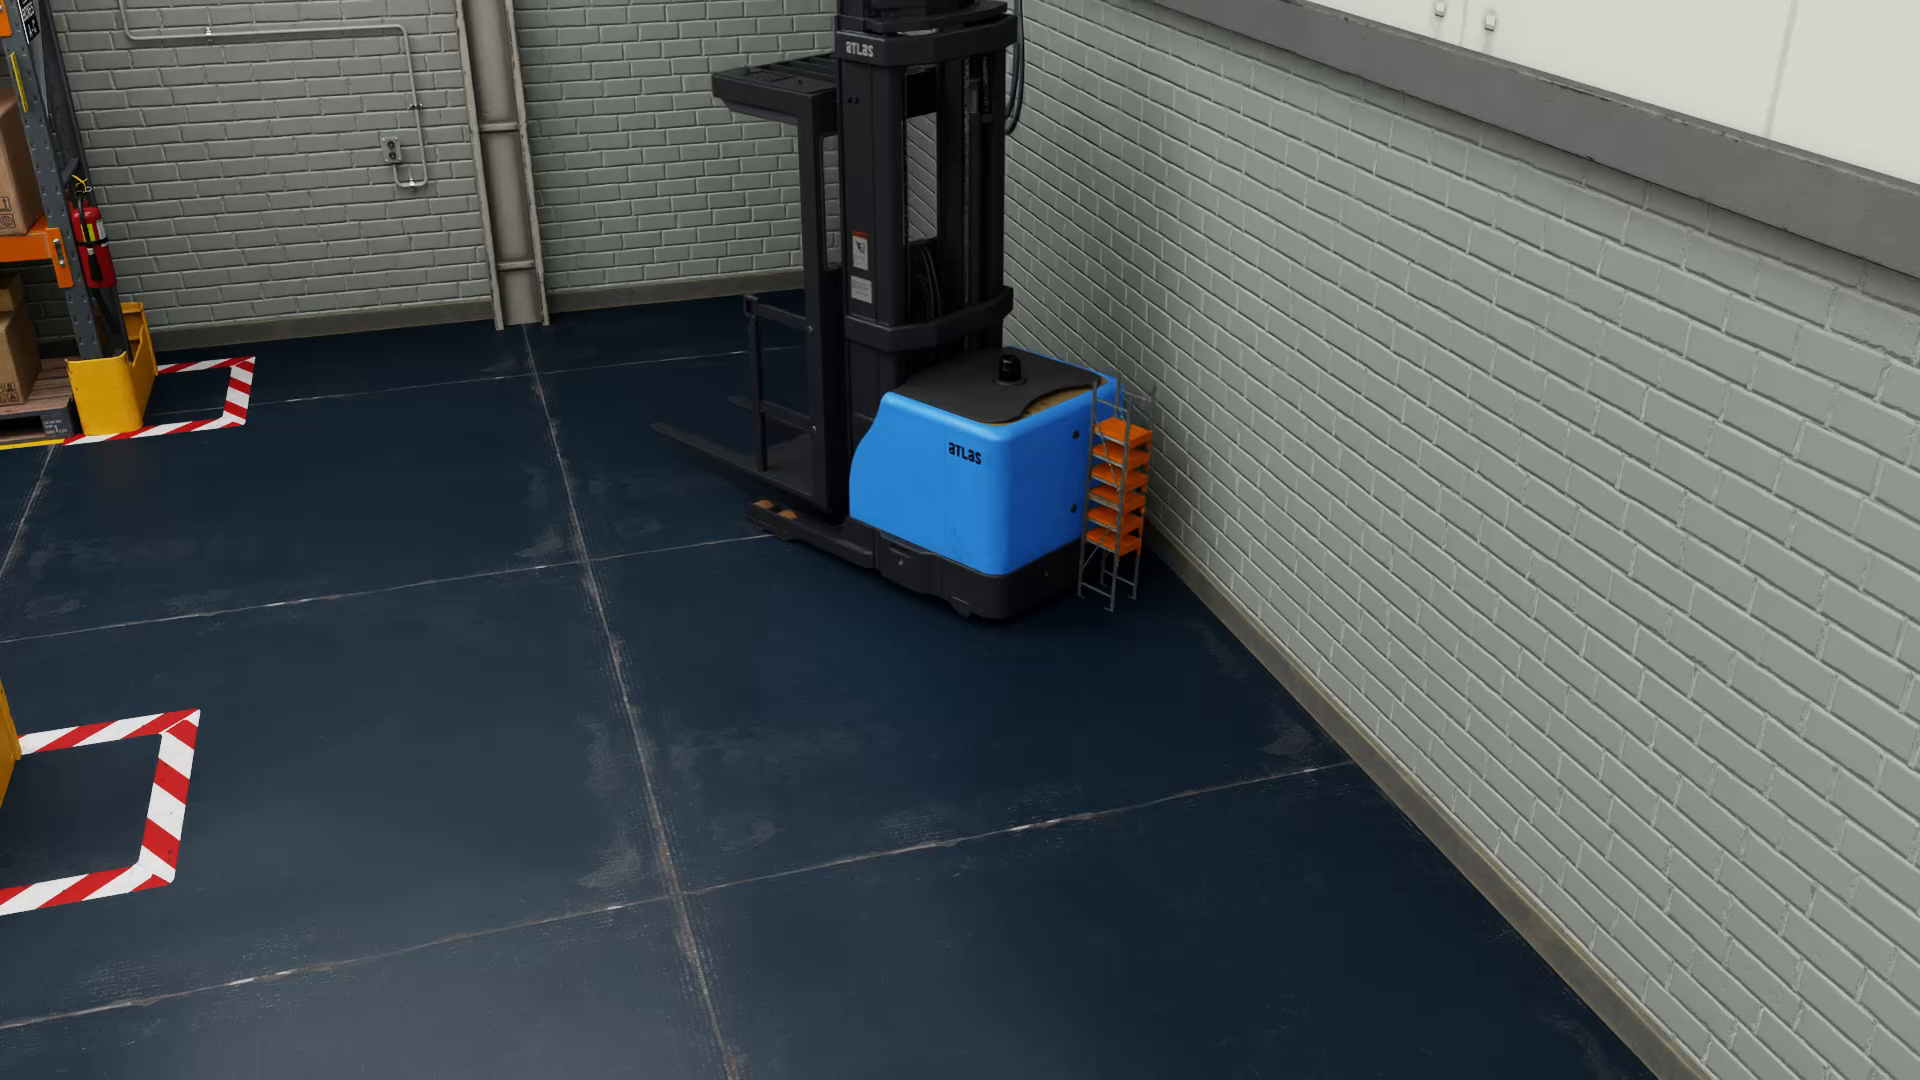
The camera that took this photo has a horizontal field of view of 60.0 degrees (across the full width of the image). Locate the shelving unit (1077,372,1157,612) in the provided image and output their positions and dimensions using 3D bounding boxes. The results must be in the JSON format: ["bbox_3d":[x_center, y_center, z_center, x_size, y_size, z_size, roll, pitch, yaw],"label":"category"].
[{"bbox_3d":[0.780,-0.230,8.350,0.258,1.200,0.189,26,36,37],"label":"shelving unit"}]

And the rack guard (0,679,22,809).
[{"bbox_3d":[-4.151,0.960,6.753,0.348,0.500,1.175,-8,28,-16],"label":"rack guard"}]

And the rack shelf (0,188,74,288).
[{"bbox_3d":[-7.518,-1.666,10.041,4.000,0.370,1.077,-8,28,-16],"label":"rack shelf"}]

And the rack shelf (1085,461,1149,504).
[{"bbox_3d":[0.783,-0.297,8.314,0.258,0.103,0.180,26,36,37],"label":"rack shelf"}]

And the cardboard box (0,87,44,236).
[{"bbox_3d":[-6.099,-2.323,10.219,0.700,0.700,0.980,-7,27,-14],"label":"cardboard box"}]

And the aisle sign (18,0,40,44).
[{"bbox_3d":[-5.455,-3.311,9.623,0.004,0.787,0.394,-8,28,-16],"label":"aisle sign"}]

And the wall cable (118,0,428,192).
[{"bbox_3d":[-4.692,-3.295,11.371,1.851,1.984,0.084,-8,28,-16],"label":"wall cable"}]

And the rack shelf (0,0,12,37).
[{"bbox_3d":[-7.518,-3.009,9.374,4.000,0.370,1.077,-8,28,-16],"label":"rack shelf"}]

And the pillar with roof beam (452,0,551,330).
[{"bbox_3d":[-1.984,-3.868,6.921,0.400,9.000,9.100,-8,28,-16],"label":"pillar with roof beam"}]

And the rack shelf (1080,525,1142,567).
[{"bbox_3d":[0.771,0.020,8.485,0.258,0.103,0.180,26,36,37],"label":"rack shelf"}]

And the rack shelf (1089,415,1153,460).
[{"bbox_3d":[0.791,-0.508,8.201,0.258,0.103,0.180,26,36,37],"label":"rack shelf"}]

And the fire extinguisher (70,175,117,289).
[{"bbox_3d":[-5.330,-1.888,10.185,0.183,0.674,0.296,-8,28,-16],"label":"fire extinguisher"}]

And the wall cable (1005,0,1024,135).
[{"bbox_3d":[-0.128,-4.188,11.057,0.112,2.526,3.097,-8,28,-16],"label":"wall cable"}]

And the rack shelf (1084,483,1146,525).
[{"bbox_3d":[0.779,-0.191,8.371,0.258,0.103,0.180,26,36,37],"label":"rack shelf"}]

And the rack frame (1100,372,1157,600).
[{"bbox_3d":[0.844,-0.259,8.409,0.240,1.200,0.006,26,36,37],"label":"rack frame"}]

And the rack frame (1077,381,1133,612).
[{"bbox_3d":[0.717,-0.201,8.291,0.240,1.200,0.006,26,36,37],"label":"rack frame"}]

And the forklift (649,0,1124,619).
[{"bbox_3d":[-0.567,-1.463,8.900,3.031,2.935,1.130,22,34,38],"label":"forklift"}]

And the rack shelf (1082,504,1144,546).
[{"bbox_3d":[0.775,-0.085,8.428,0.258,0.103,0.180,26,36,37],"label":"rack shelf"}]

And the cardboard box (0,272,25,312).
[{"bbox_3d":[-6.195,-1.586,10.680,0.250,0.149,0.380,-8,28,-16],"label":"cardboard box"}]

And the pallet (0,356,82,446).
[{"bbox_3d":[-6.353,-0.871,10.768,1.213,0.211,1.003,-8,28,-16],"label":"pallet"}]

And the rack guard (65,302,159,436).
[{"bbox_3d":[-5.594,-1.147,10.999,0.348,0.500,1.175,-8,28,-16],"label":"rack guard"}]

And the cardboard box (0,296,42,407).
[{"bbox_3d":[-6.251,-1.193,10.619,0.500,0.500,0.700,-8,28,-16],"label":"cardboard box"}]

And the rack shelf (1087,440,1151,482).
[{"bbox_3d":[0.787,-0.402,8.257,0.258,0.103,0.180,26,36,37],"label":"rack shelf"}]

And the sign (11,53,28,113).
[{"bbox_3d":[-5.462,-2.657,9.660,0.005,0.325,0.100,-8,28,-16],"label":"sign"}]

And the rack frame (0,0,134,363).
[{"bbox_3d":[-5.617,-2.264,10.436,0.127,3.000,1.000,-8,28,-16],"label":"rack frame"}]
